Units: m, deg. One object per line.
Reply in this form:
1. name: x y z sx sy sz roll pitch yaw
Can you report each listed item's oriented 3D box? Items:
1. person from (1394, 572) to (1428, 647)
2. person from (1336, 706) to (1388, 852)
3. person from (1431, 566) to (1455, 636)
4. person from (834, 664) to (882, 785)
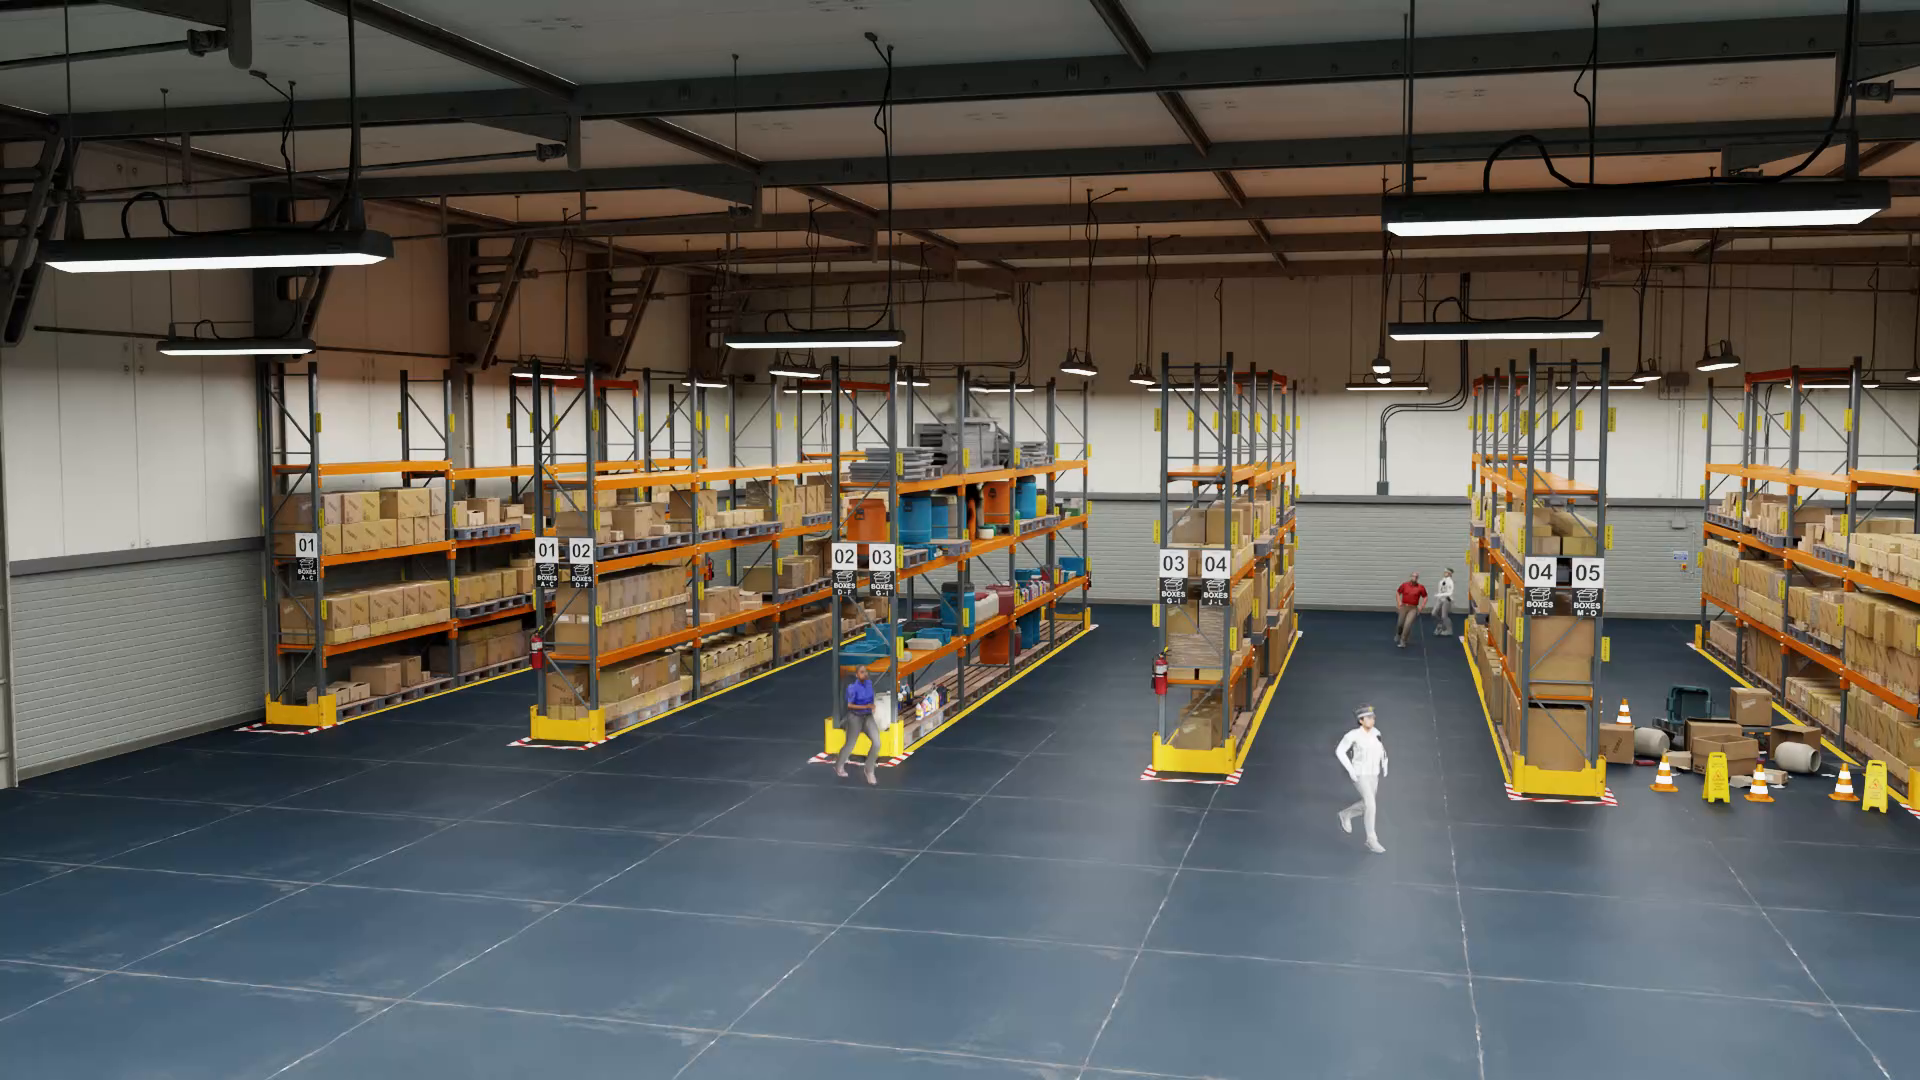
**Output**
1. person: 10.085 1.552 37.198 0.730 1.661 0.651 1 4 19
2. person: 4.775 2.791 19.704 0.632 1.694 0.775 -2 5 -30
3. person: 11.352 1.443 38.947 0.605 1.683 0.633 -1 4 -18
4. person: -1.381 2.555 23.166 0.588 1.691 0.875 -3 5 -38
